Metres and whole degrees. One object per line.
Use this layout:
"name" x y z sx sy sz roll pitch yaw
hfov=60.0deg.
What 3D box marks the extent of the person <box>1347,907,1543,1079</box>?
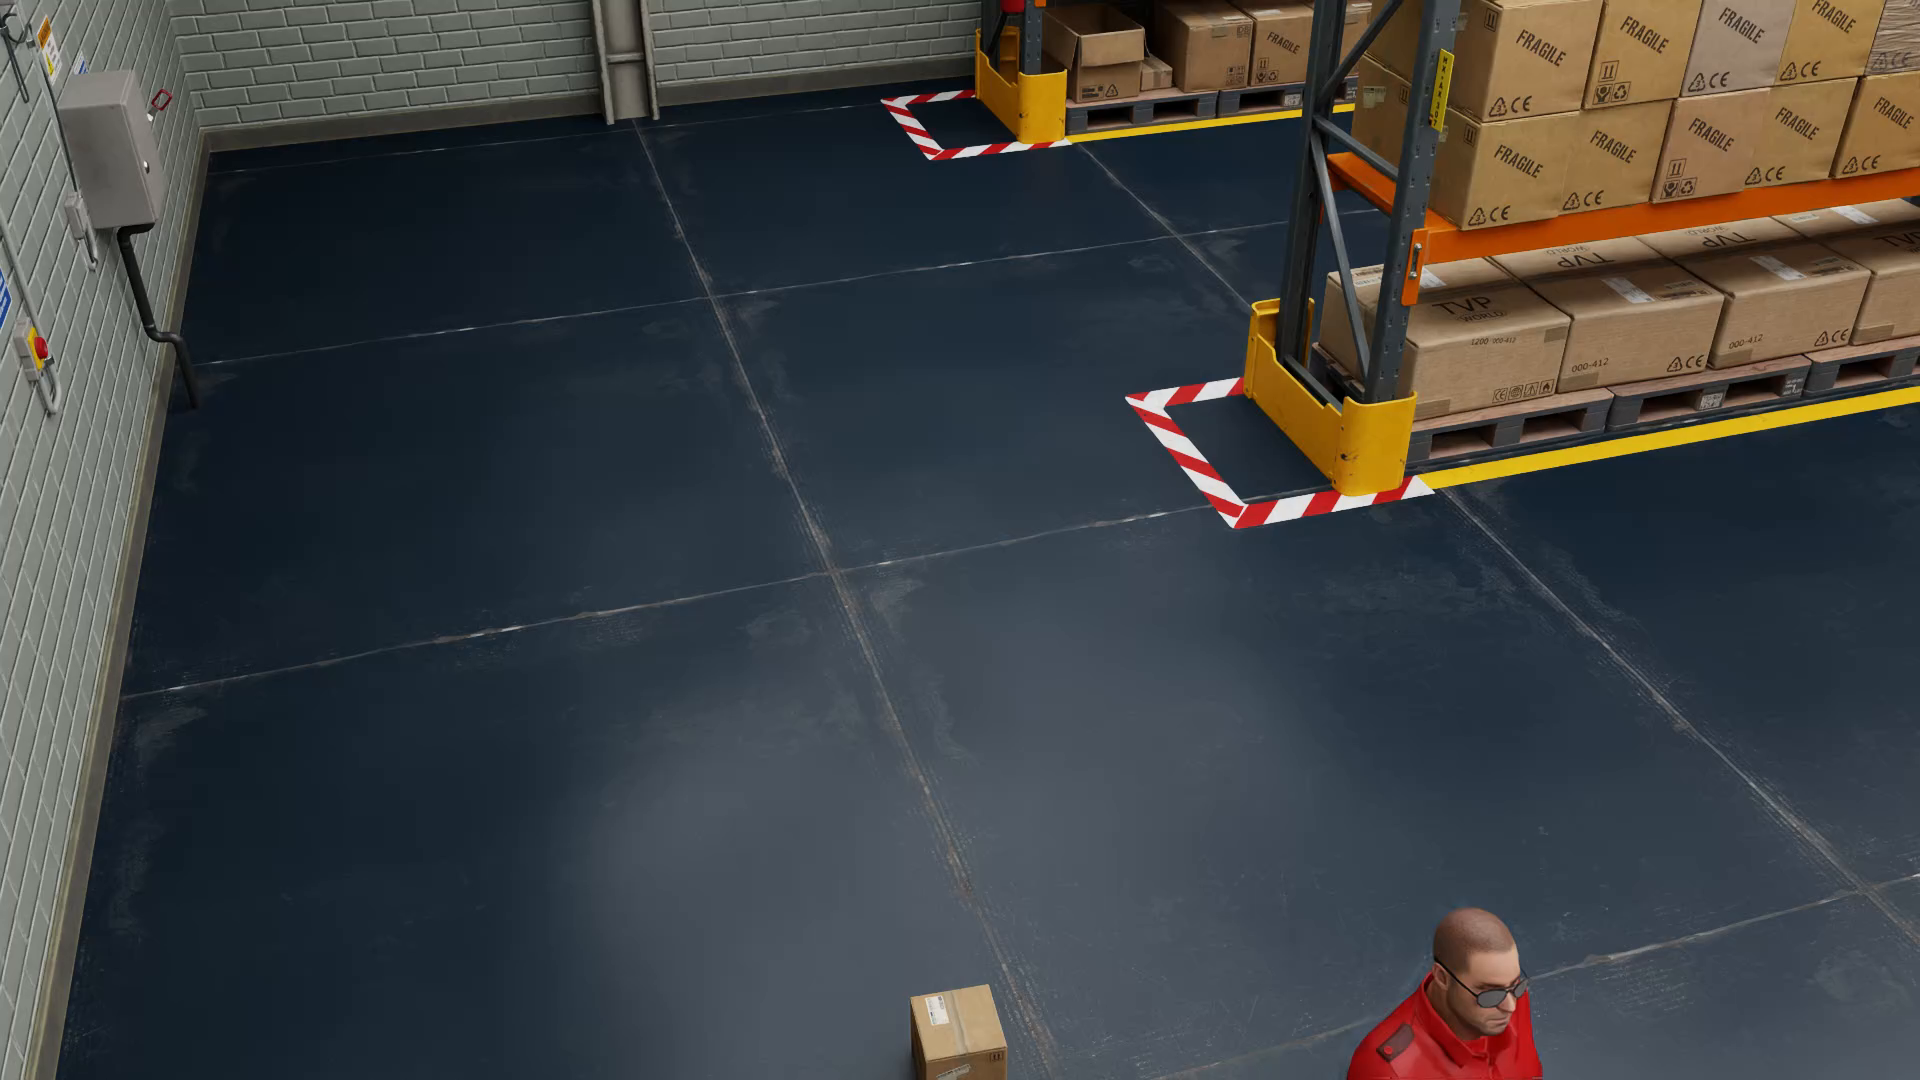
"person" 1.059 1.509 3.865 0.539 1.696 0.694 -21 39 -28
